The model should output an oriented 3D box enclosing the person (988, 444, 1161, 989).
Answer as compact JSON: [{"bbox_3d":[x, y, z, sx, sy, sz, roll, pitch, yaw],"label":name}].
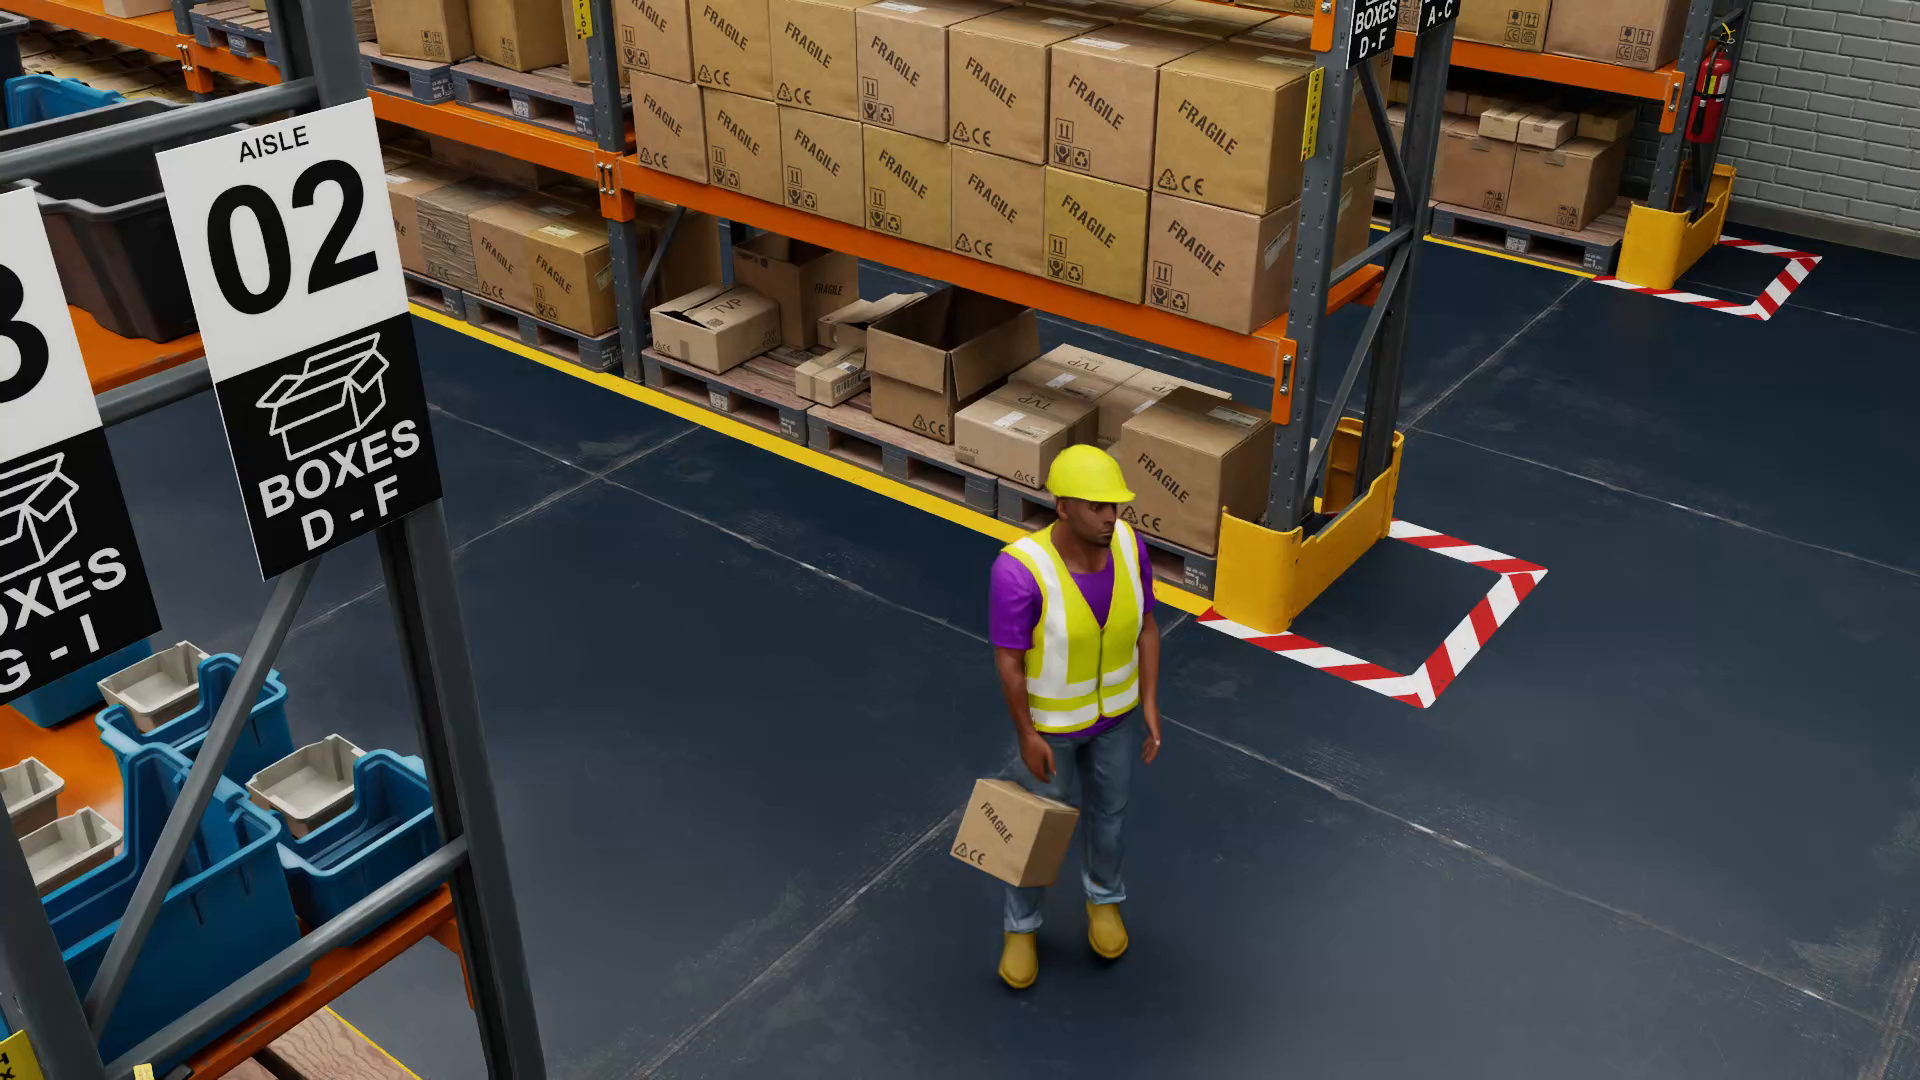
[{"bbox_3d":[-6.382,-1.364,8.364,9.033,1.776,13.367,-15,34,-24],"label":"person"}]
